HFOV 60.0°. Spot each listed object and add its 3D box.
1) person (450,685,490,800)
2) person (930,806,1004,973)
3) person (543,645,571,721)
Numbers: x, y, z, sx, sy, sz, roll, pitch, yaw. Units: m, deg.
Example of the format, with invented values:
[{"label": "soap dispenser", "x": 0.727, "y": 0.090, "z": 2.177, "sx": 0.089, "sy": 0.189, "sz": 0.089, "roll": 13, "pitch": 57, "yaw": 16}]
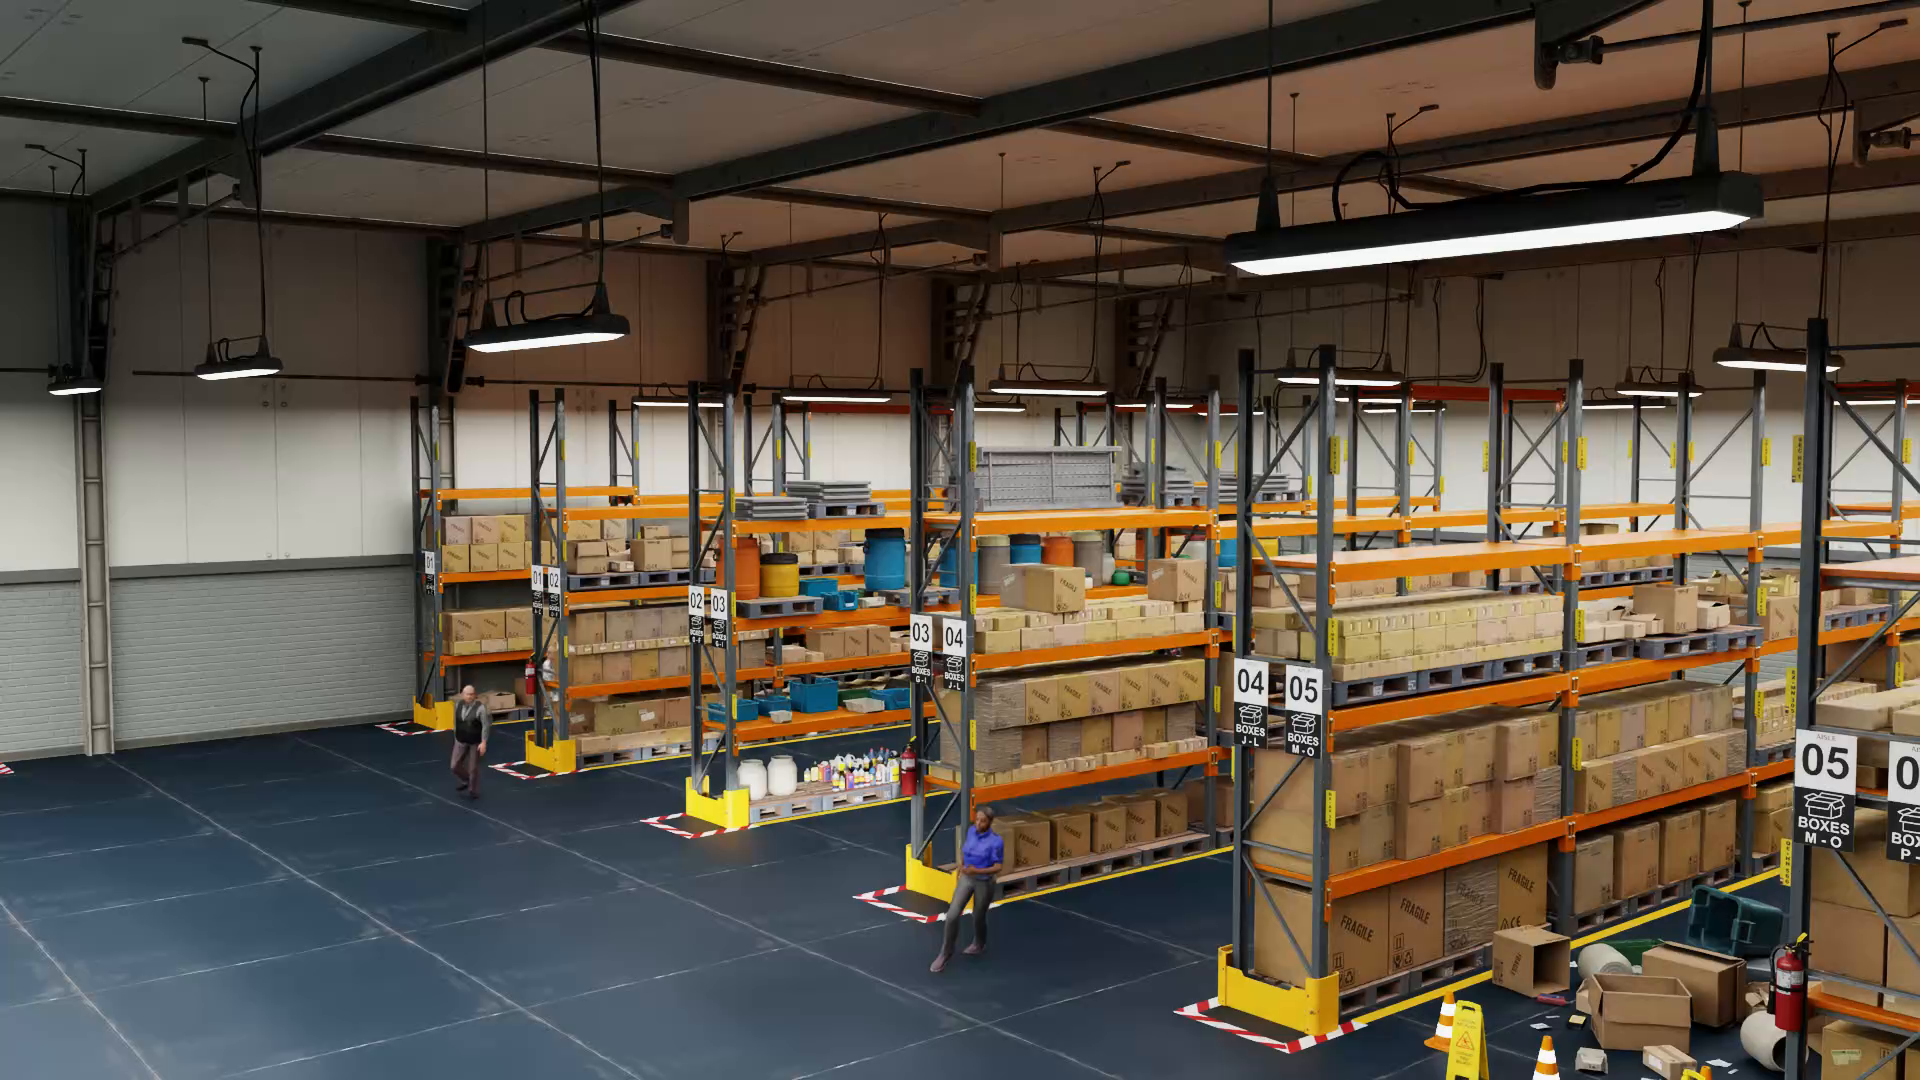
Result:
[{"label": "person", "x": -7.071, "y": 2.912, "z": 24.028, "sx": 0.692, "sy": 1.685, "sz": 0.540, "roll": 1, "pitch": 3, "yaw": 13}, {"label": "person", "x": 0.146, "y": 3.382, "z": 16.293, "sx": 0.683, "sy": 1.608, "sz": 0.780, "roll": 2, "pitch": 4, "yaw": 24}, {"label": "person", "x": -6.777, "y": 2.634, "z": 28.185, "sx": 0.641, "sy": 1.728, "sz": 1.029, "roll": 2, "pitch": 4, "yaw": 35}]
